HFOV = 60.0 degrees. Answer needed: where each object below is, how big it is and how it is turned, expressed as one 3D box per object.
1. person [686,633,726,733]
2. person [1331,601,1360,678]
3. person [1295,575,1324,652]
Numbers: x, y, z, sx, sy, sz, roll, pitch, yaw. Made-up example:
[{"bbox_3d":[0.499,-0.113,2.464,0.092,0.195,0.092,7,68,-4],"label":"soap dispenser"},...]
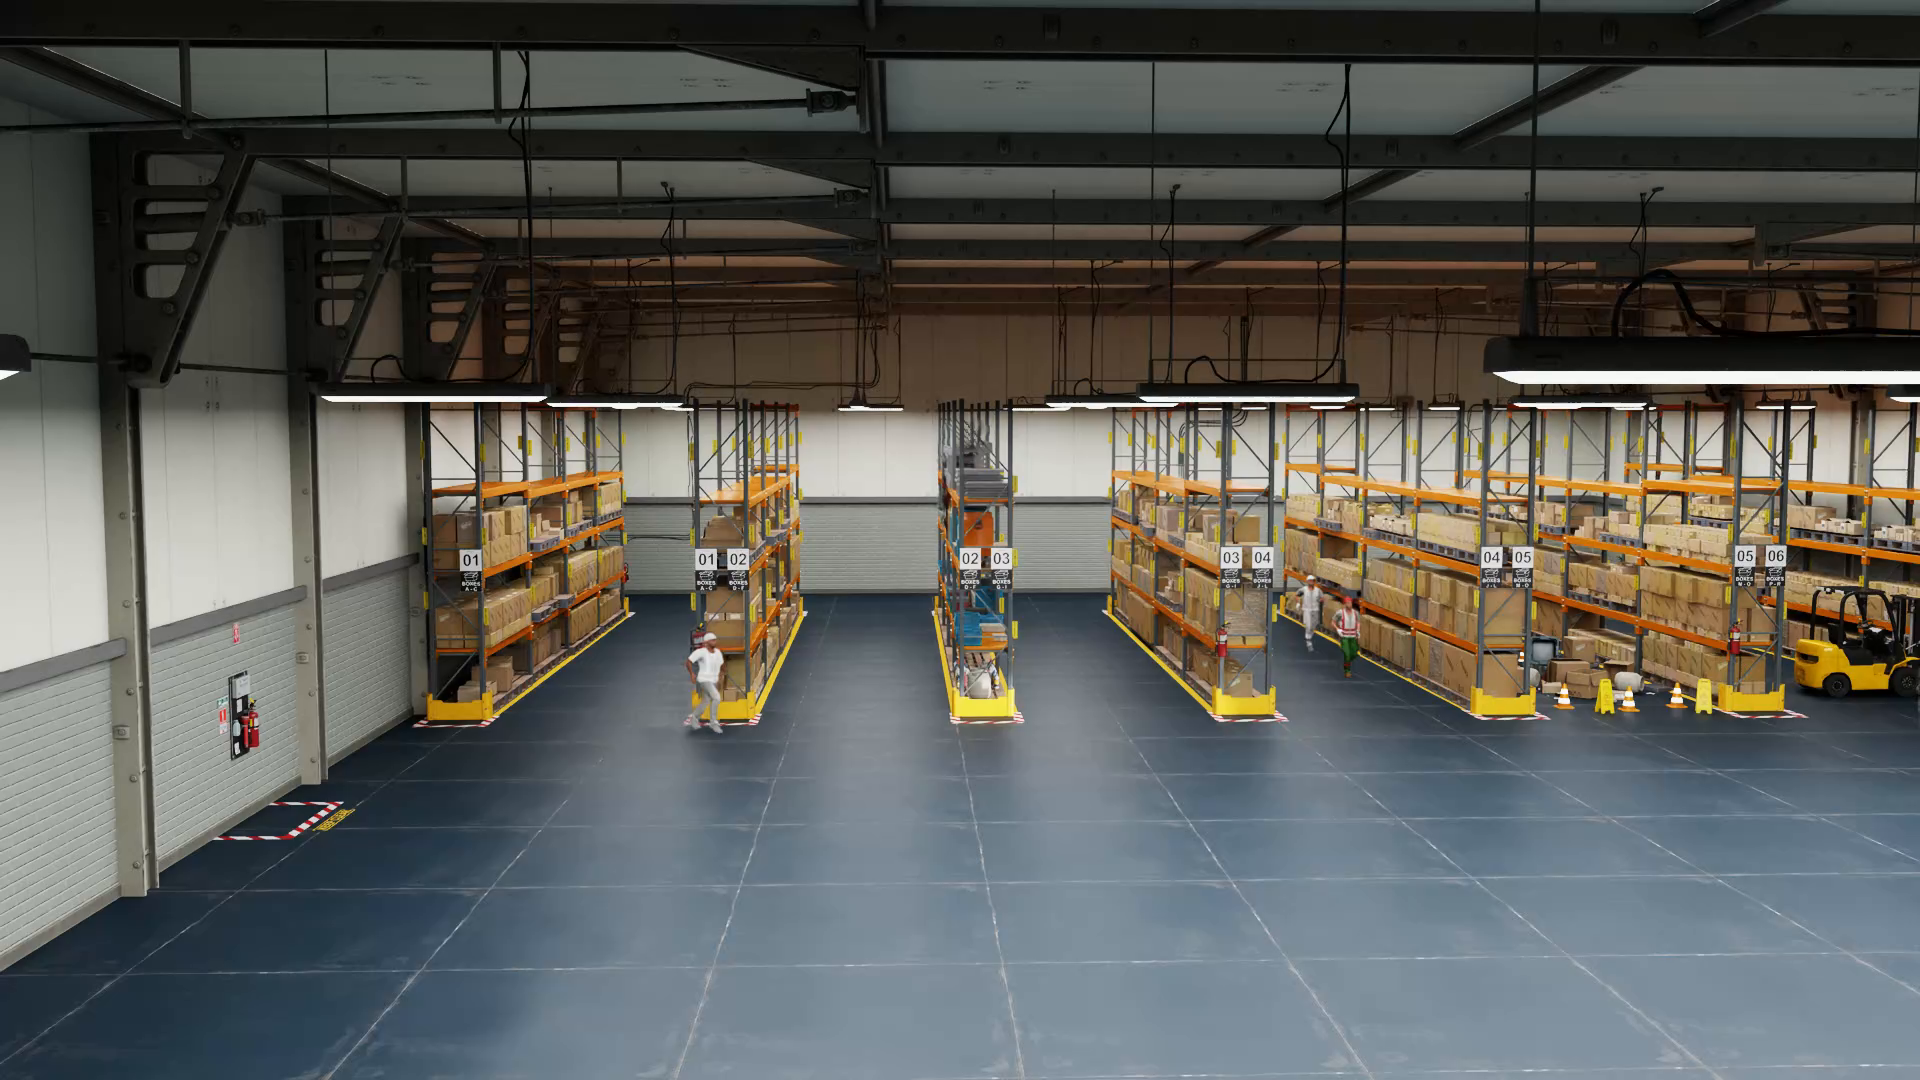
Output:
[{"bbox_3d":[-4.500,2.548,29.957,0.813,1.757,0.686,3,5,30],"label":"person"},{"bbox_3d":[8.398,2.126,36.183,0.666,1.702,0.596,-1,4,-7],"label":"person"},{"bbox_3d":[8.463,1.752,40.186,0.650,1.805,0.940,0,4,-5],"label":"person"}]
